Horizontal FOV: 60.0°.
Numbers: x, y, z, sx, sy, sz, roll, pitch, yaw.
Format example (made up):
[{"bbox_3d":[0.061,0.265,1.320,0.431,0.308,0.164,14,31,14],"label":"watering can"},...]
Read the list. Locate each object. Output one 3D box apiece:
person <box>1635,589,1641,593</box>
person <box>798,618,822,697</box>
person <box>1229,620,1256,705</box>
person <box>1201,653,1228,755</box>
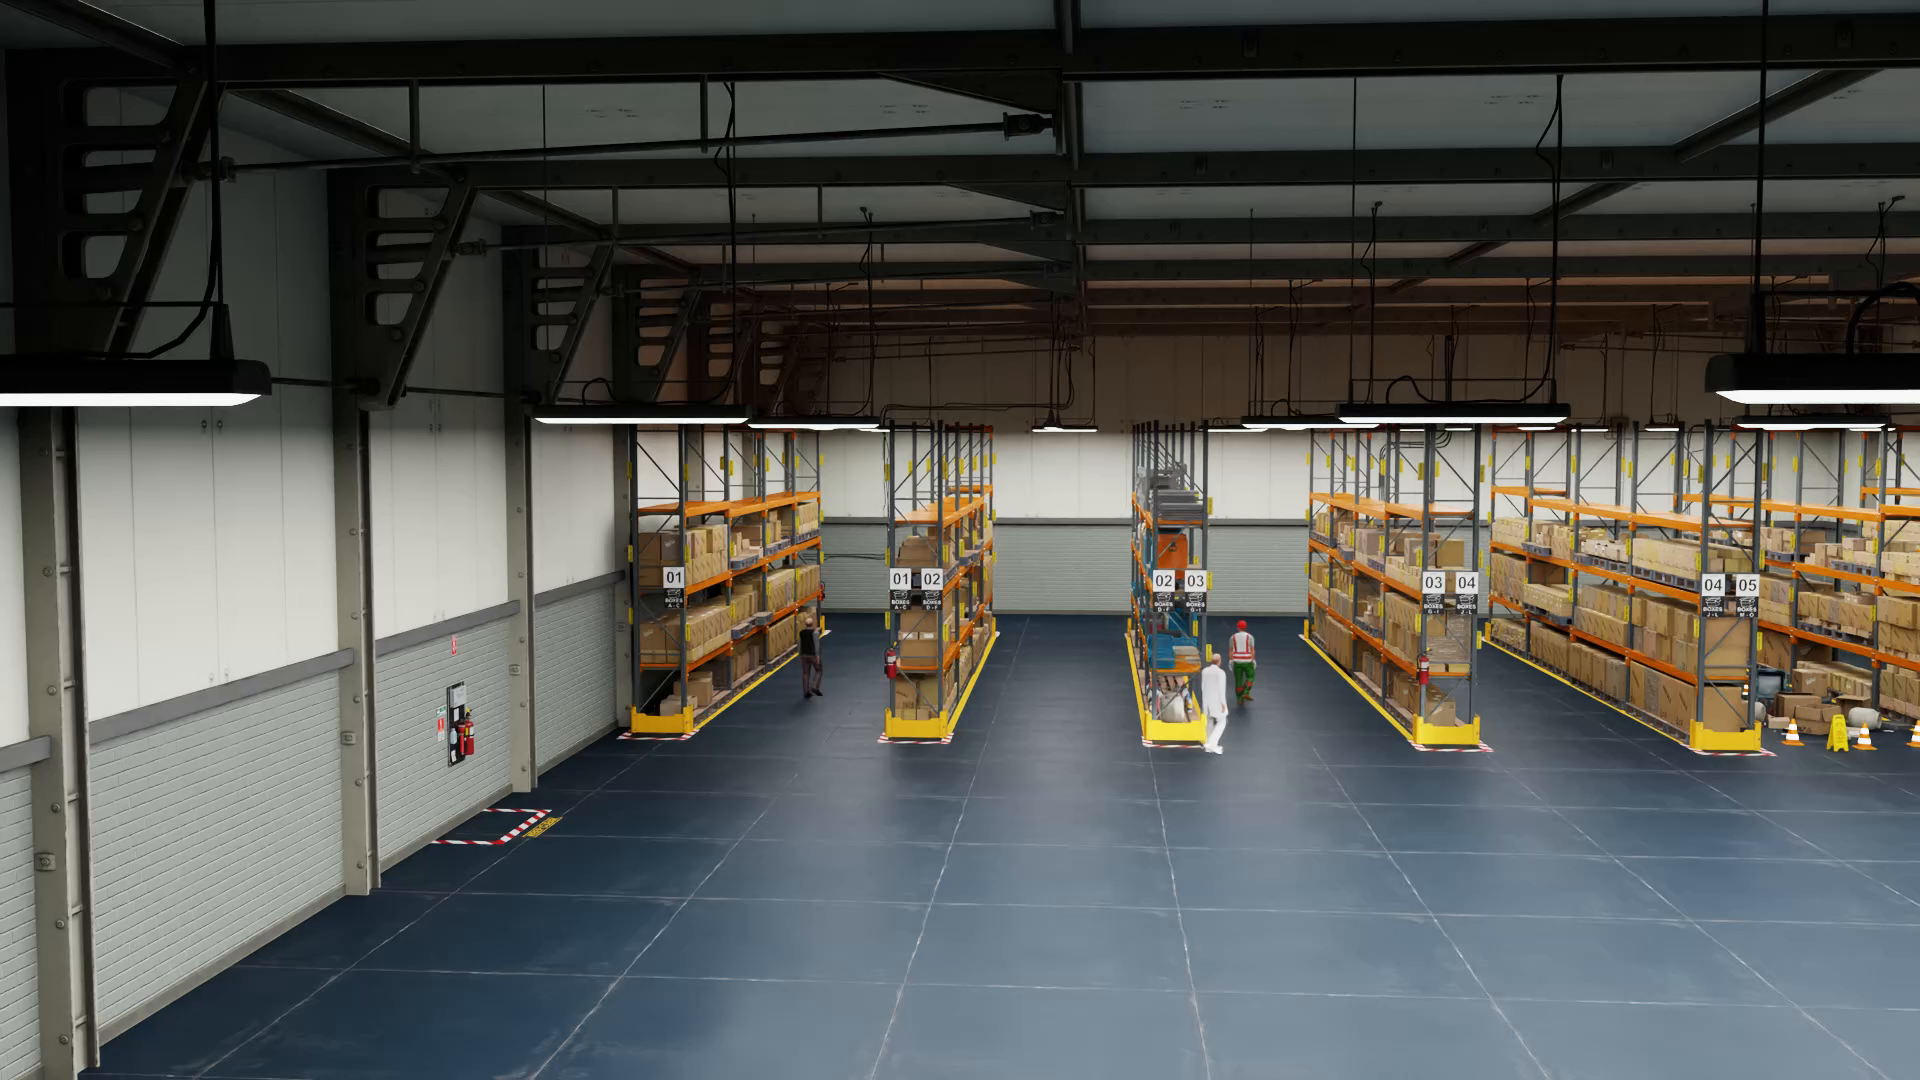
[{"bbox_3d":[17.795,2.149,43.562,0.460,1.692,0.555,-1,4,-19],"label":"person"},{"bbox_3d":[-3.292,2.560,36.283,0.556,1.711,0.539,1,4,17],"label":"person"},{"bbox_3d":[5.985,2.595,35.250,0.585,1.780,0.483,1,4,22],"label":"person"},{"bbox_3d":[4.552,3.000,29.916,0.531,1.702,0.608,-3,4,-35],"label":"person"}]
